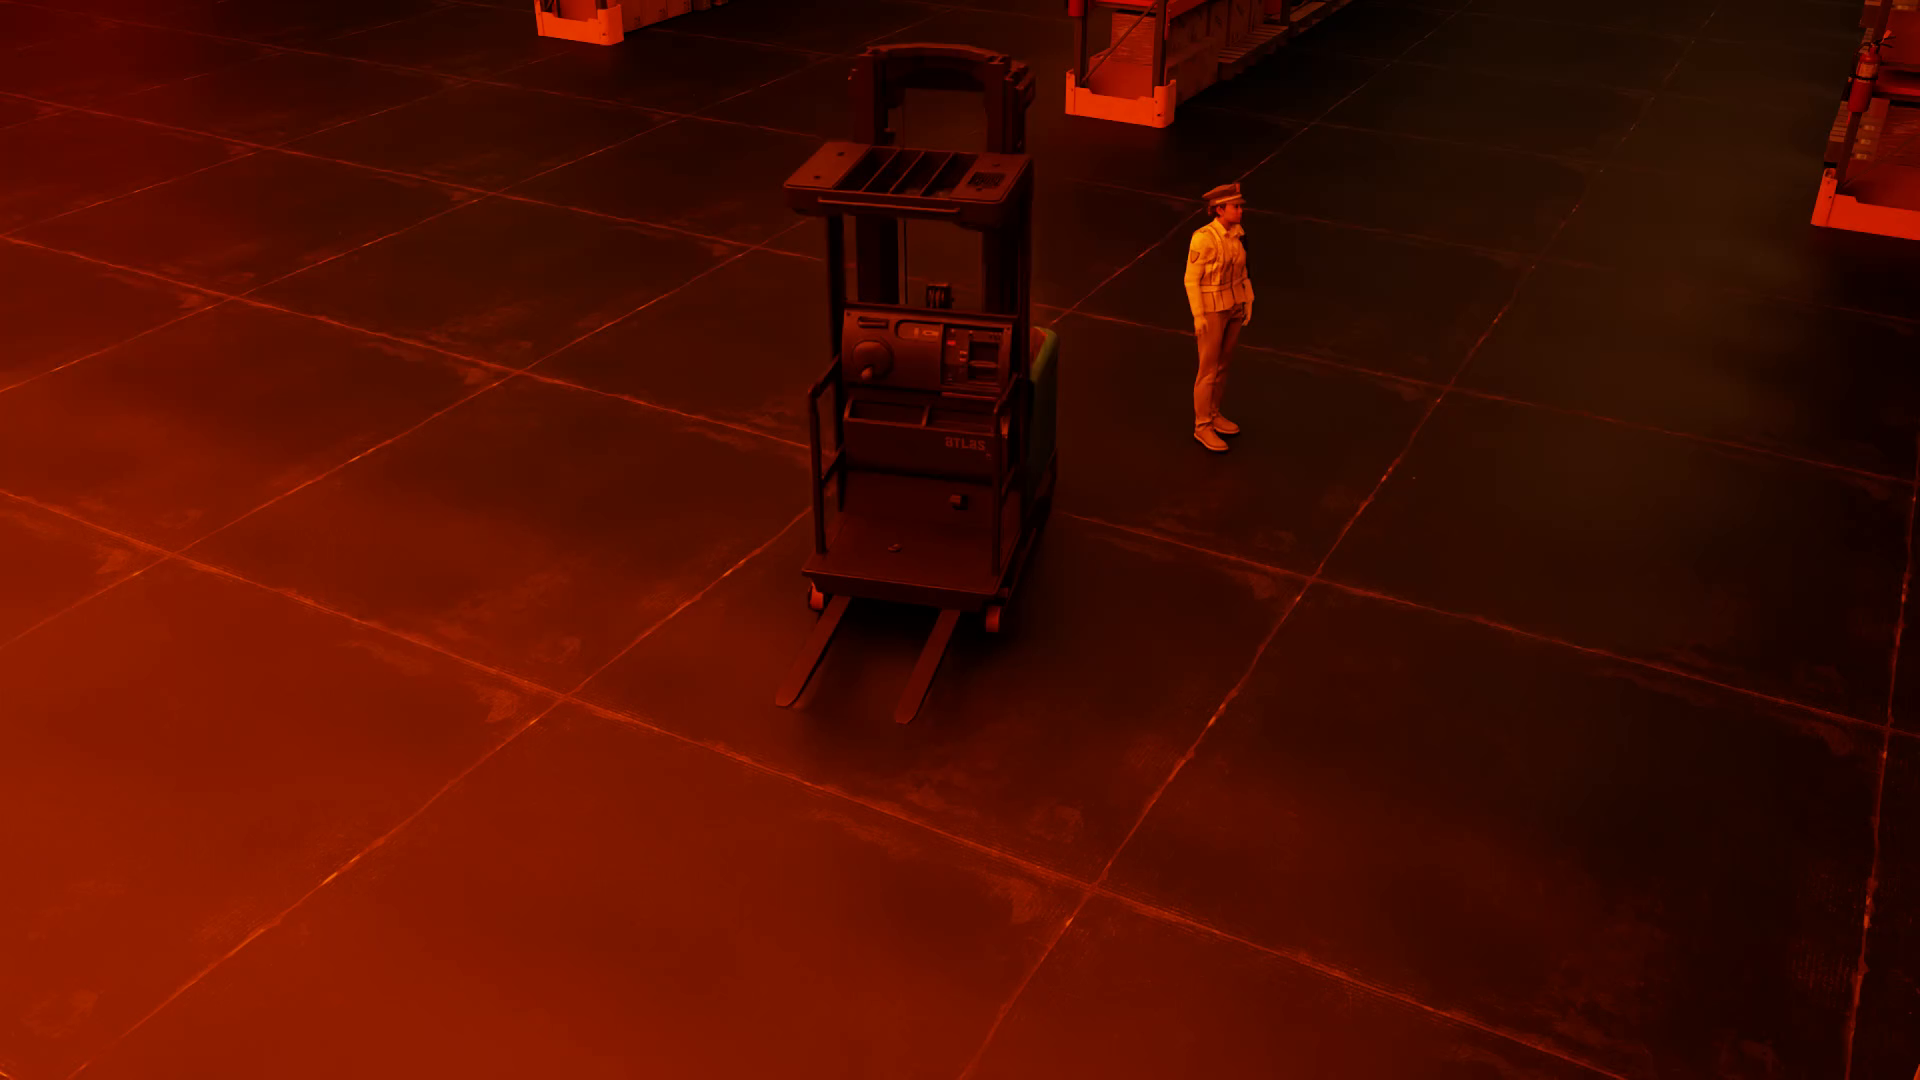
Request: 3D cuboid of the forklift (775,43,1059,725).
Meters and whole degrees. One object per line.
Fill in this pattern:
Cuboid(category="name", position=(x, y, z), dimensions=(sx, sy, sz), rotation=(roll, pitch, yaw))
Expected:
Cuboid(category="forklift", position=(-0.227, -0.964, 8.740), dimensions=(1.130, 2.935, 3.031), rotation=(7, 31, 12))

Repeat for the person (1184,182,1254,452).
Cuboid(category="person", position=(1.751, -1.487, 10.872), dimensions=(0.581, 1.696, 0.532), rotation=(-25, 38, -36))
